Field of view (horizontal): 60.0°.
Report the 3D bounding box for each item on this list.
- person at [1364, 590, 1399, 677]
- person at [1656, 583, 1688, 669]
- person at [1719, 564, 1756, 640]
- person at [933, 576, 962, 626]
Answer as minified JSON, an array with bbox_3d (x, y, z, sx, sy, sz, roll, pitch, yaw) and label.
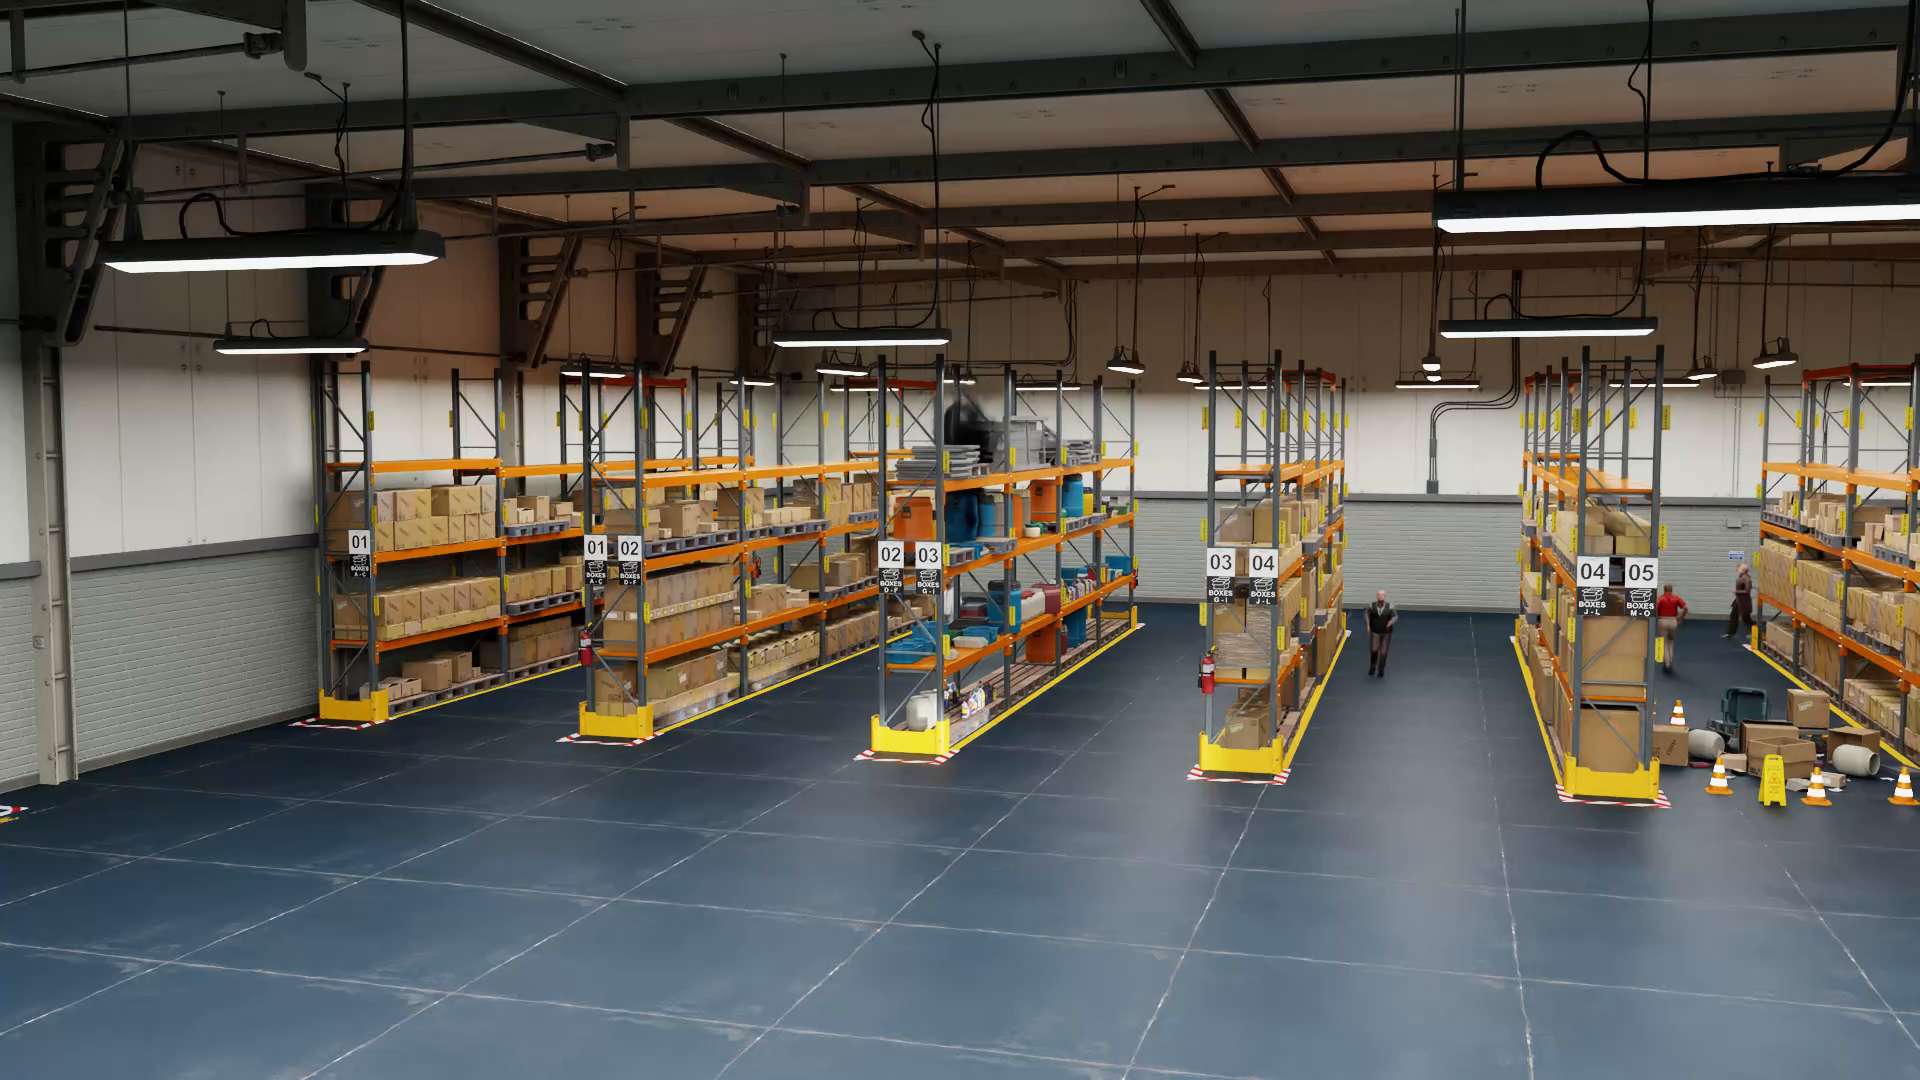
[{"bbox_3d":[8.206,1.833,32.417,0.661,1.708,0.677,1,4,14],"label":"person"},{"bbox_3d":[14.235,1.768,33.466,0.641,1.802,0.745,0,4,6],"label":"person"},{"bbox_3d":[17.825,1.431,37.742,0.857,1.777,0.811,1,4,8],"label":"person"},{"bbox_3d":[-0.287,1.584,35.756,0.655,1.723,0.598,0,4,6],"label":"person"}]
